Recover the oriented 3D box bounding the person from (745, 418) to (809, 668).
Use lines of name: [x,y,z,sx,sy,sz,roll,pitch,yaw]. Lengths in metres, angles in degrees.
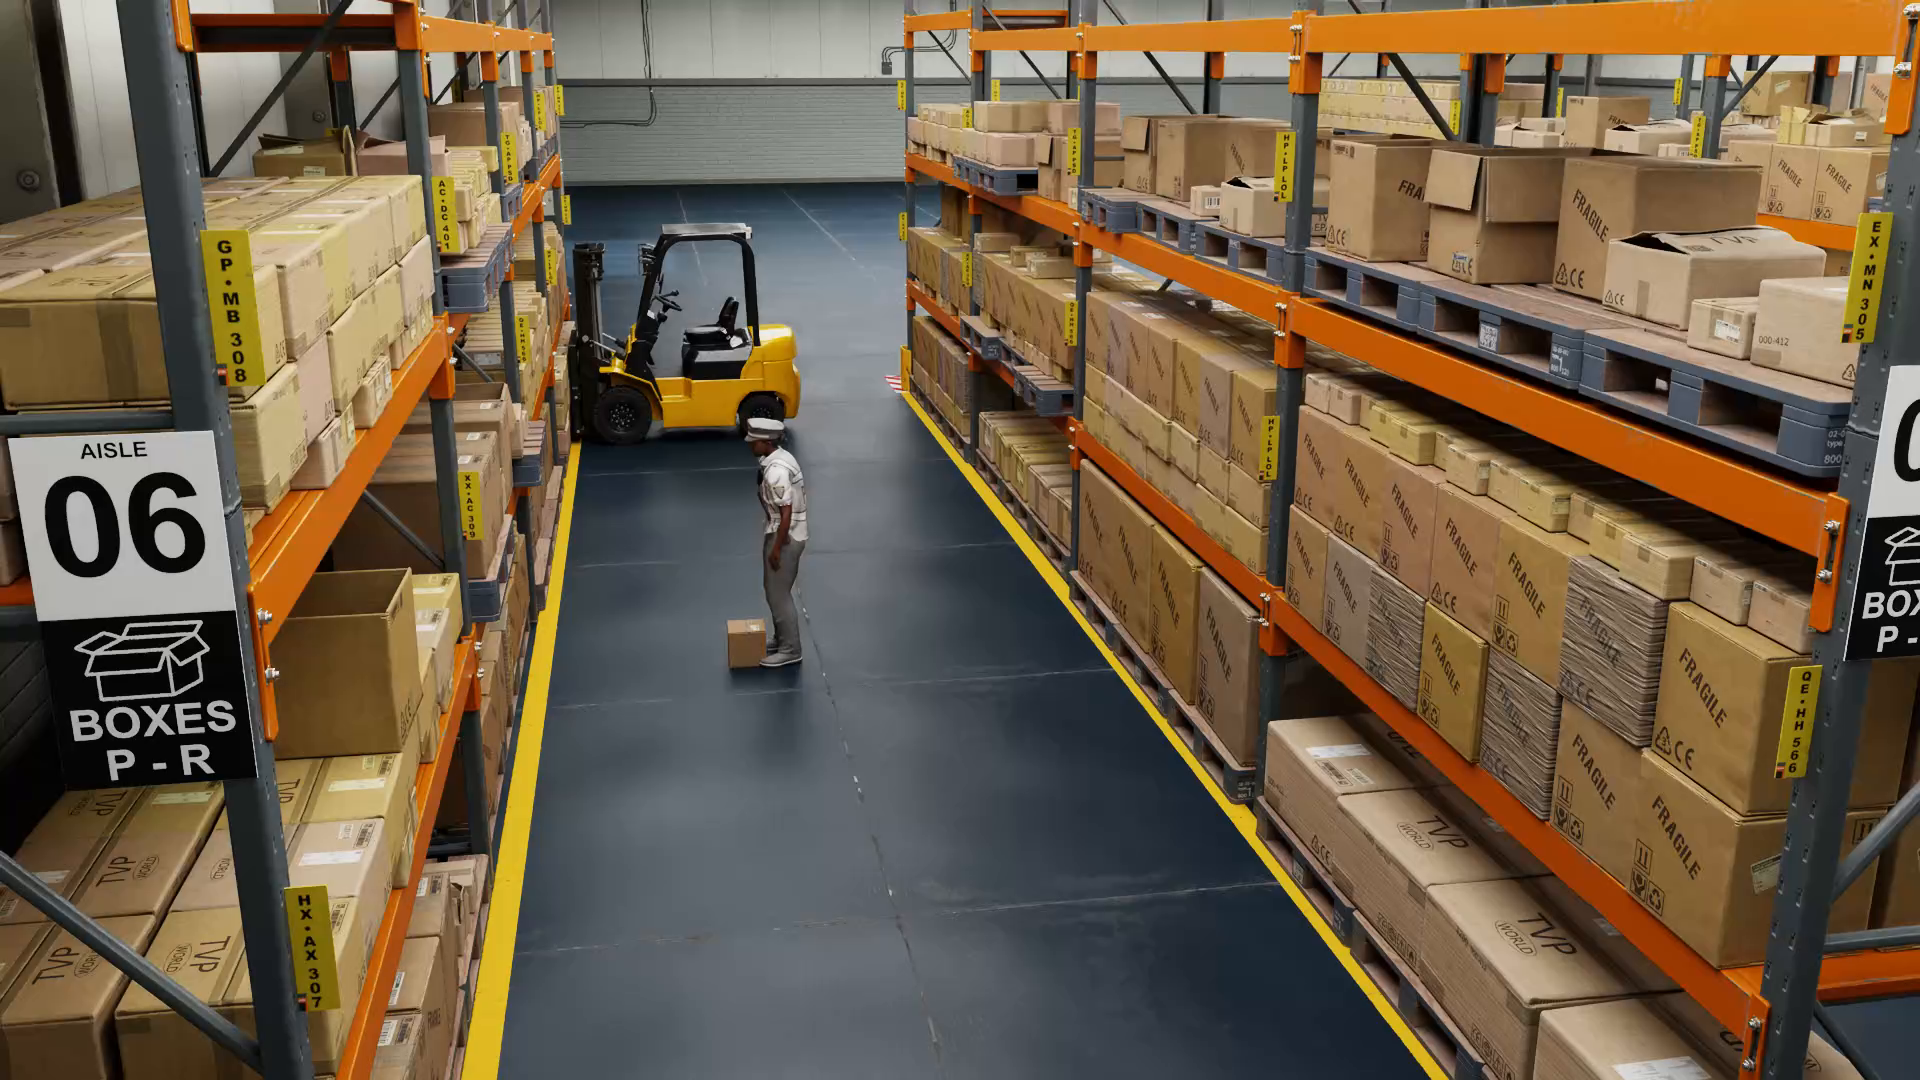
person: [-1.206,0.002,11.031,0.393,1.660,0.507,-3,17,-10]
